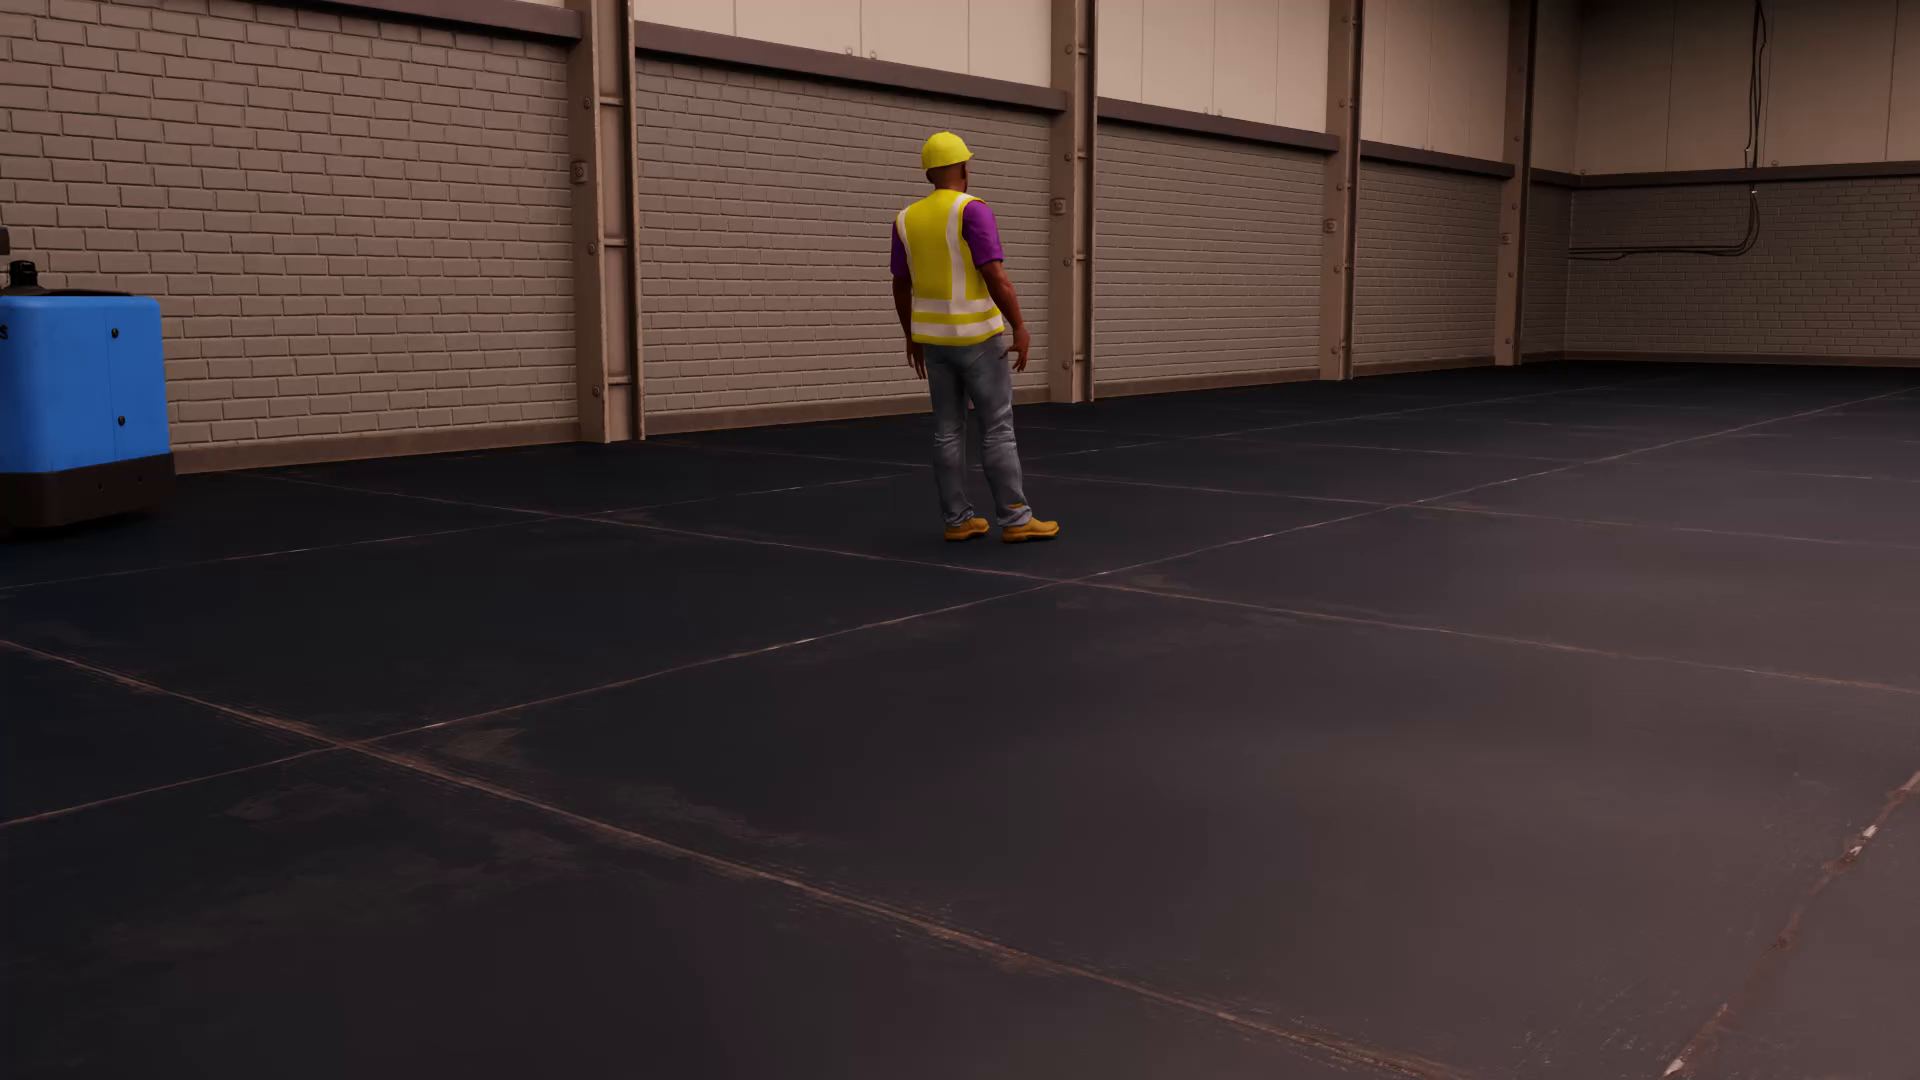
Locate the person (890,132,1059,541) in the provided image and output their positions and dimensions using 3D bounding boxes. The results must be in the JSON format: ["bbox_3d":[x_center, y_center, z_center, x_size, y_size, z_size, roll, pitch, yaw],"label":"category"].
[{"bbox_3d":[0.049,-0.888,7.327,0.665,1.768,0.575,7,11,38],"label":"person"}]

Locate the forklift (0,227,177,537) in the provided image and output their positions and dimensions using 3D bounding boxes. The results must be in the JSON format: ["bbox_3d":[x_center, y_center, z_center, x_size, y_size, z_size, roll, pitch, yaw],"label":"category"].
[{"bbox_3d":[-5.419,-1.529,7.728,3.031,2.935,1.130,1,8,6],"label":"forklift"}]
